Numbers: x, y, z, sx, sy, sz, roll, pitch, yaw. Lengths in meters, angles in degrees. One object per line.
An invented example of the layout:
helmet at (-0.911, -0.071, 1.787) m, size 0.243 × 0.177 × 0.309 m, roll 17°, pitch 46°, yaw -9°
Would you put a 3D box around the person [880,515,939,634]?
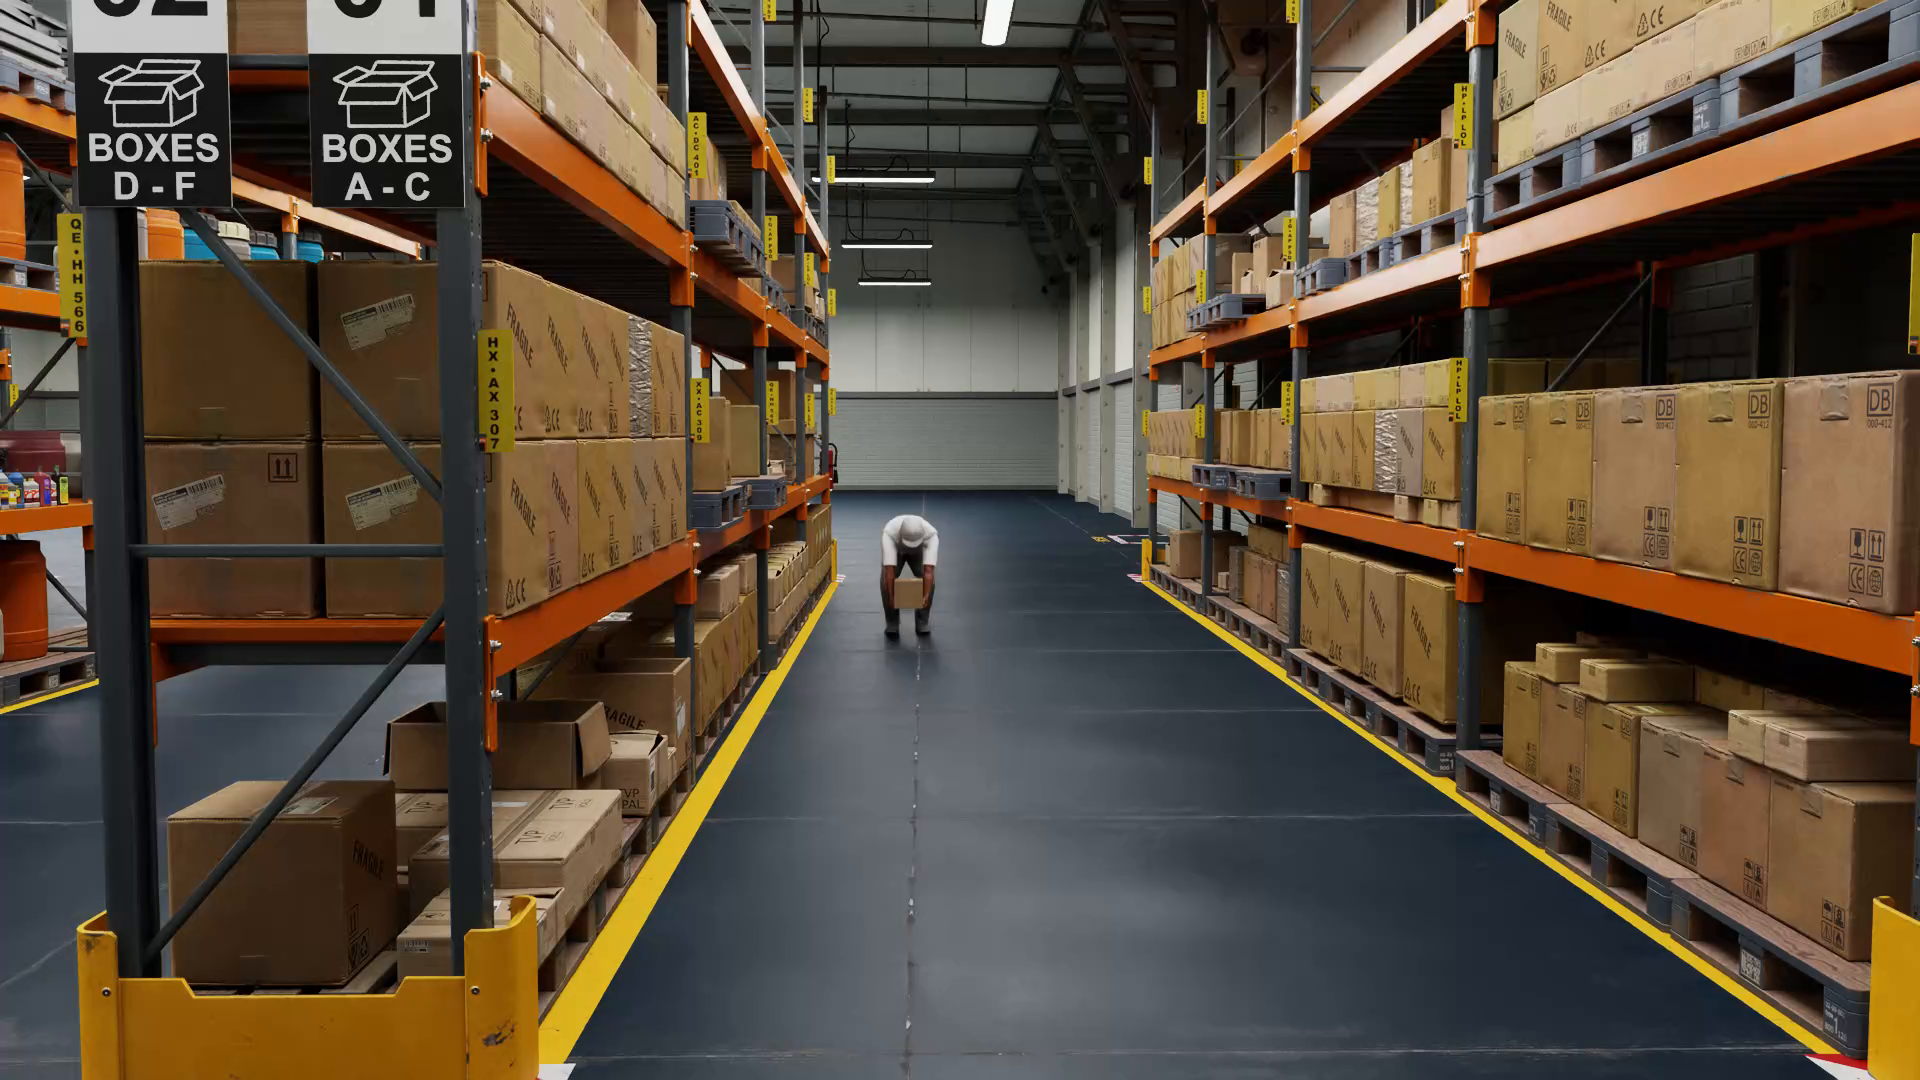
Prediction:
person at (-0.456, 0.308, 14.924) m, size 0.517 × 1.102 × 0.965 m, roll 0°, pitch 4°, yaw -4°
